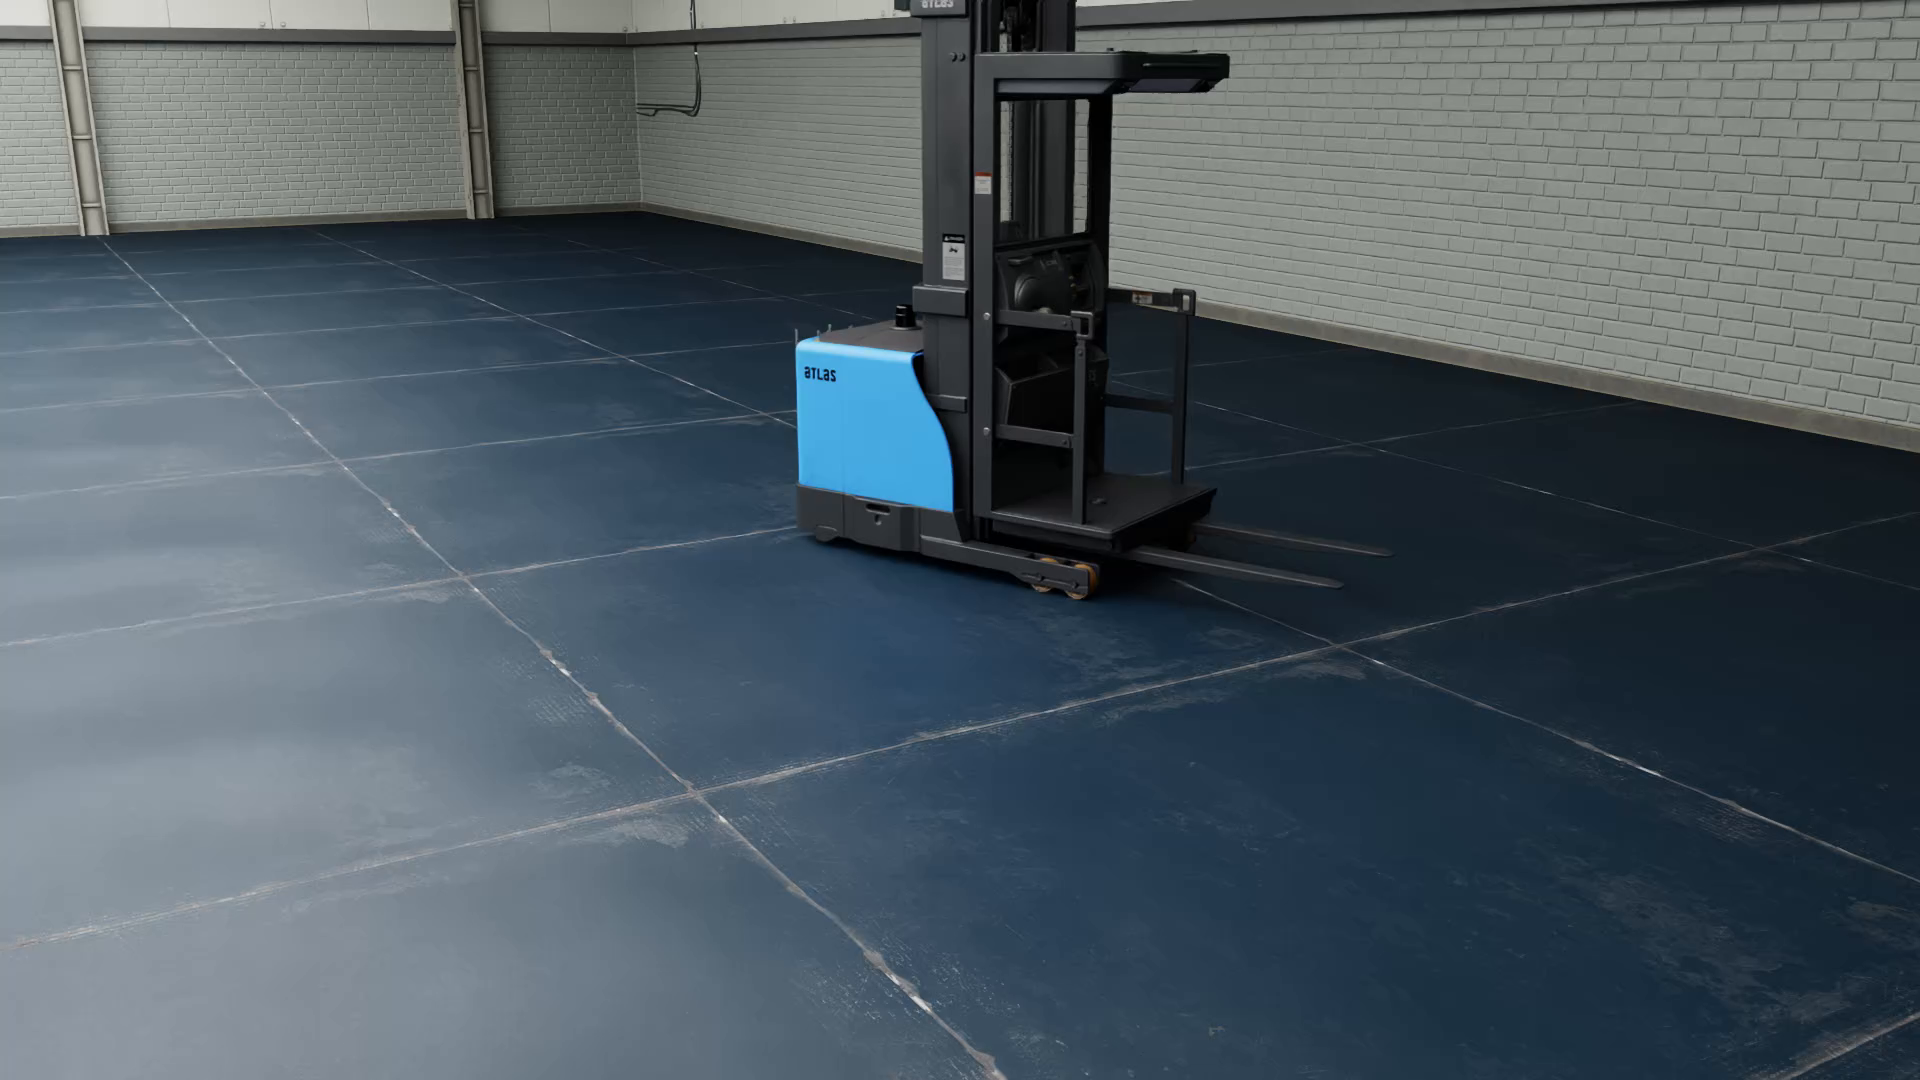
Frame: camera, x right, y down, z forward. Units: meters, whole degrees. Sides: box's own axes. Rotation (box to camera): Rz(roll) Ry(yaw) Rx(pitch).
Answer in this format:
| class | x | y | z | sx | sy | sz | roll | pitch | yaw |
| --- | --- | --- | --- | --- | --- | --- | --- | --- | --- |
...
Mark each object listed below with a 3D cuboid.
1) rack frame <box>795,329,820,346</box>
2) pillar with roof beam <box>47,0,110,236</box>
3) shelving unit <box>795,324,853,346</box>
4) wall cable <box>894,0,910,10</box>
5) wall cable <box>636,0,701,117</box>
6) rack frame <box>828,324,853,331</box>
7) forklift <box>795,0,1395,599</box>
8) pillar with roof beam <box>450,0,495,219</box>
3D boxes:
| class | x | y | z | sx | sy | sz | roll | pitch | yaw |
| --- | --- | --- | --- | --- | --- | --- | --- | --- | --- |
| rack frame | -0.813 | -0.641 | 9.227 | 0.200 | 1.050 | 0.008 | 10 | 18 | 43 |
| pillar with roof beam | -11.231 | -8.085 | 21.080 | 0.400 | 9.000 | 9.100 | -9 | 18 | -30 |
| shelving unit | -0.728 | -0.664 | 9.311 | 0.215 | 1.050 | 0.252 | 10 | 18 | 43 |
| wall cable | -0.223 | -9.457 | 19.675 | 0.169 | 6.003 | 2.305 | -9 | 18 | -30 |
| wall cable | -5.099 | -8.523 | 28.397 | 0.112 | 2.526 | 3.097 | -9 | 18 | -30 |
| rack frame | -0.643 | -0.688 | 9.395 | 0.200 | 1.050 | 0.008 | 10 | 18 | 43 |
| forklift | 0.627 | -1.293 | 8.092 | 3.031 | 2.935 | 1.130 | 11 | 19 | 33 |
| pillar with roof beam | -6.088 | -8.919 | 24.055 | 0.400 | 9.000 | 9.100 | -9 | 18 | -30 |
